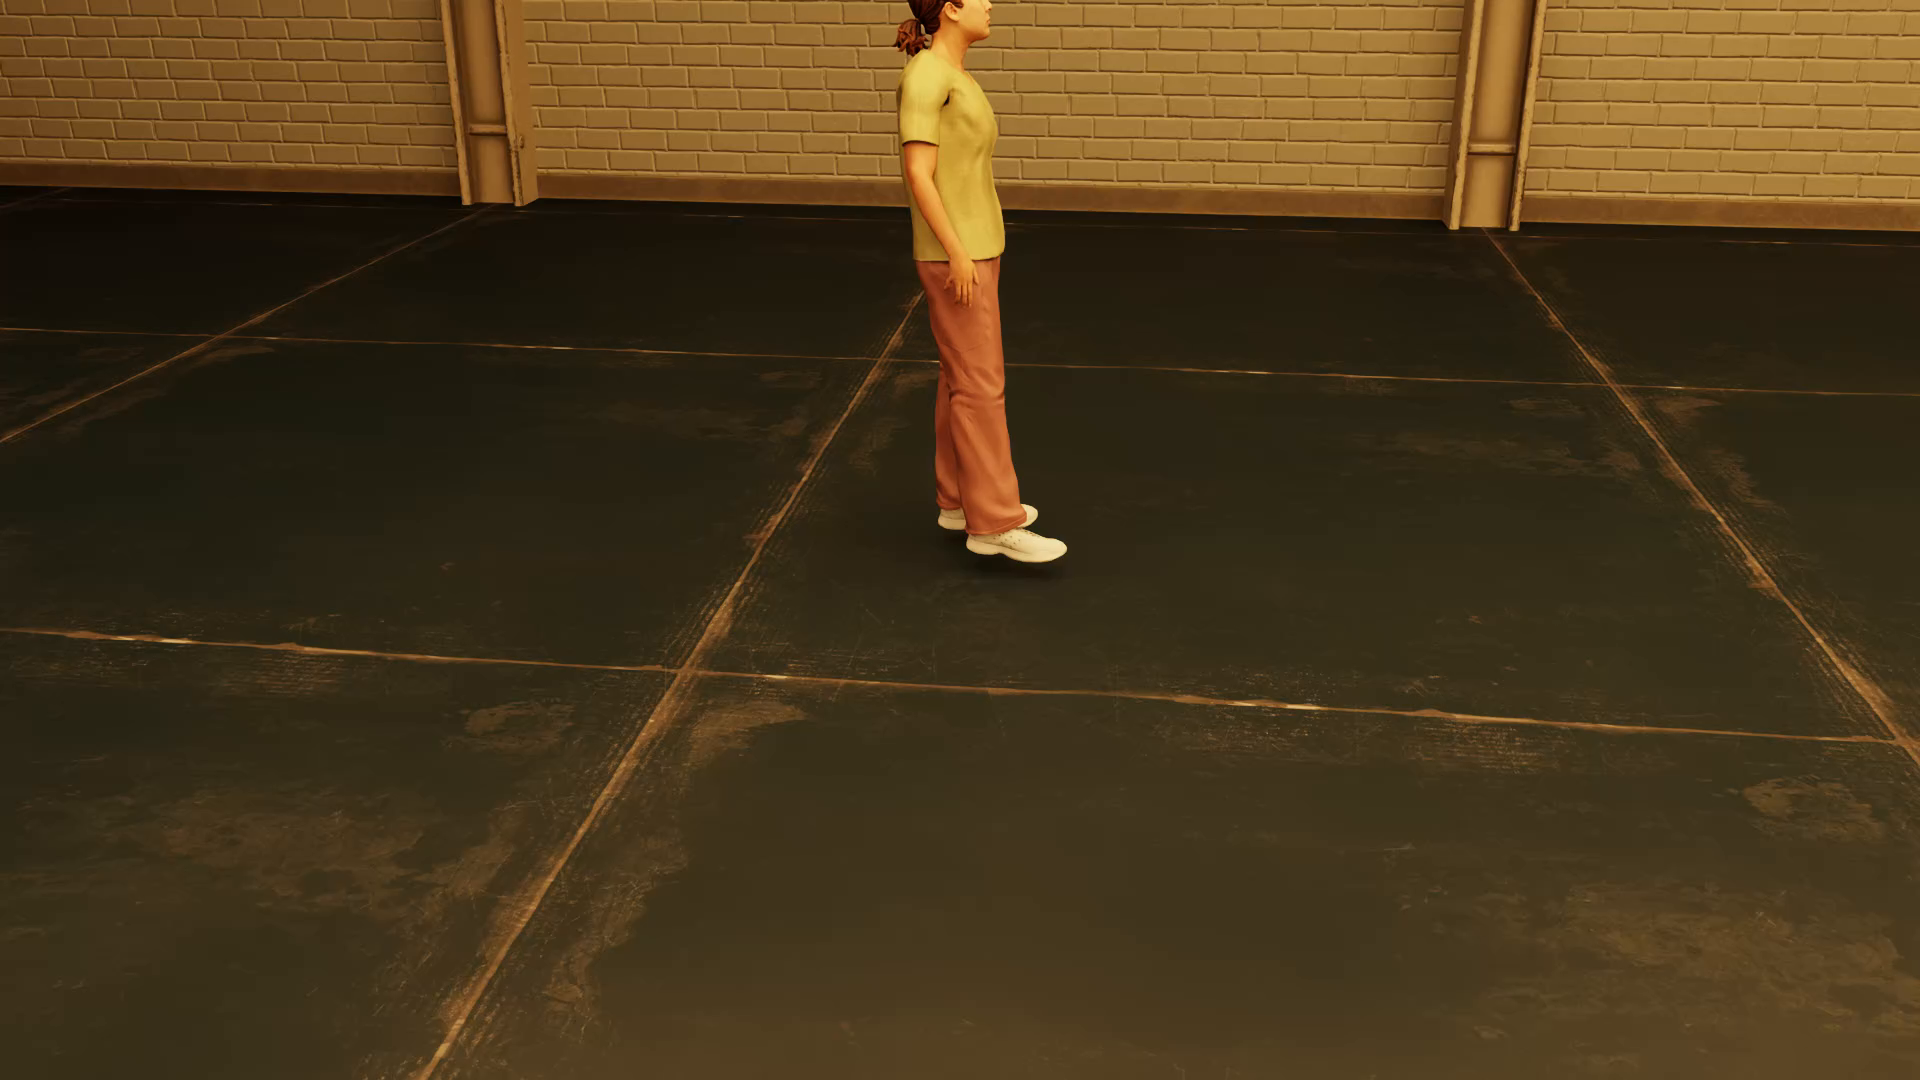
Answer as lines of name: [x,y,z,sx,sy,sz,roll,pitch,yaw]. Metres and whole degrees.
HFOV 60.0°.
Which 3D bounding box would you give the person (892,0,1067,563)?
person: [0.072,-0.814,4.827,0.547,1.673,0.553,3,22,7]
